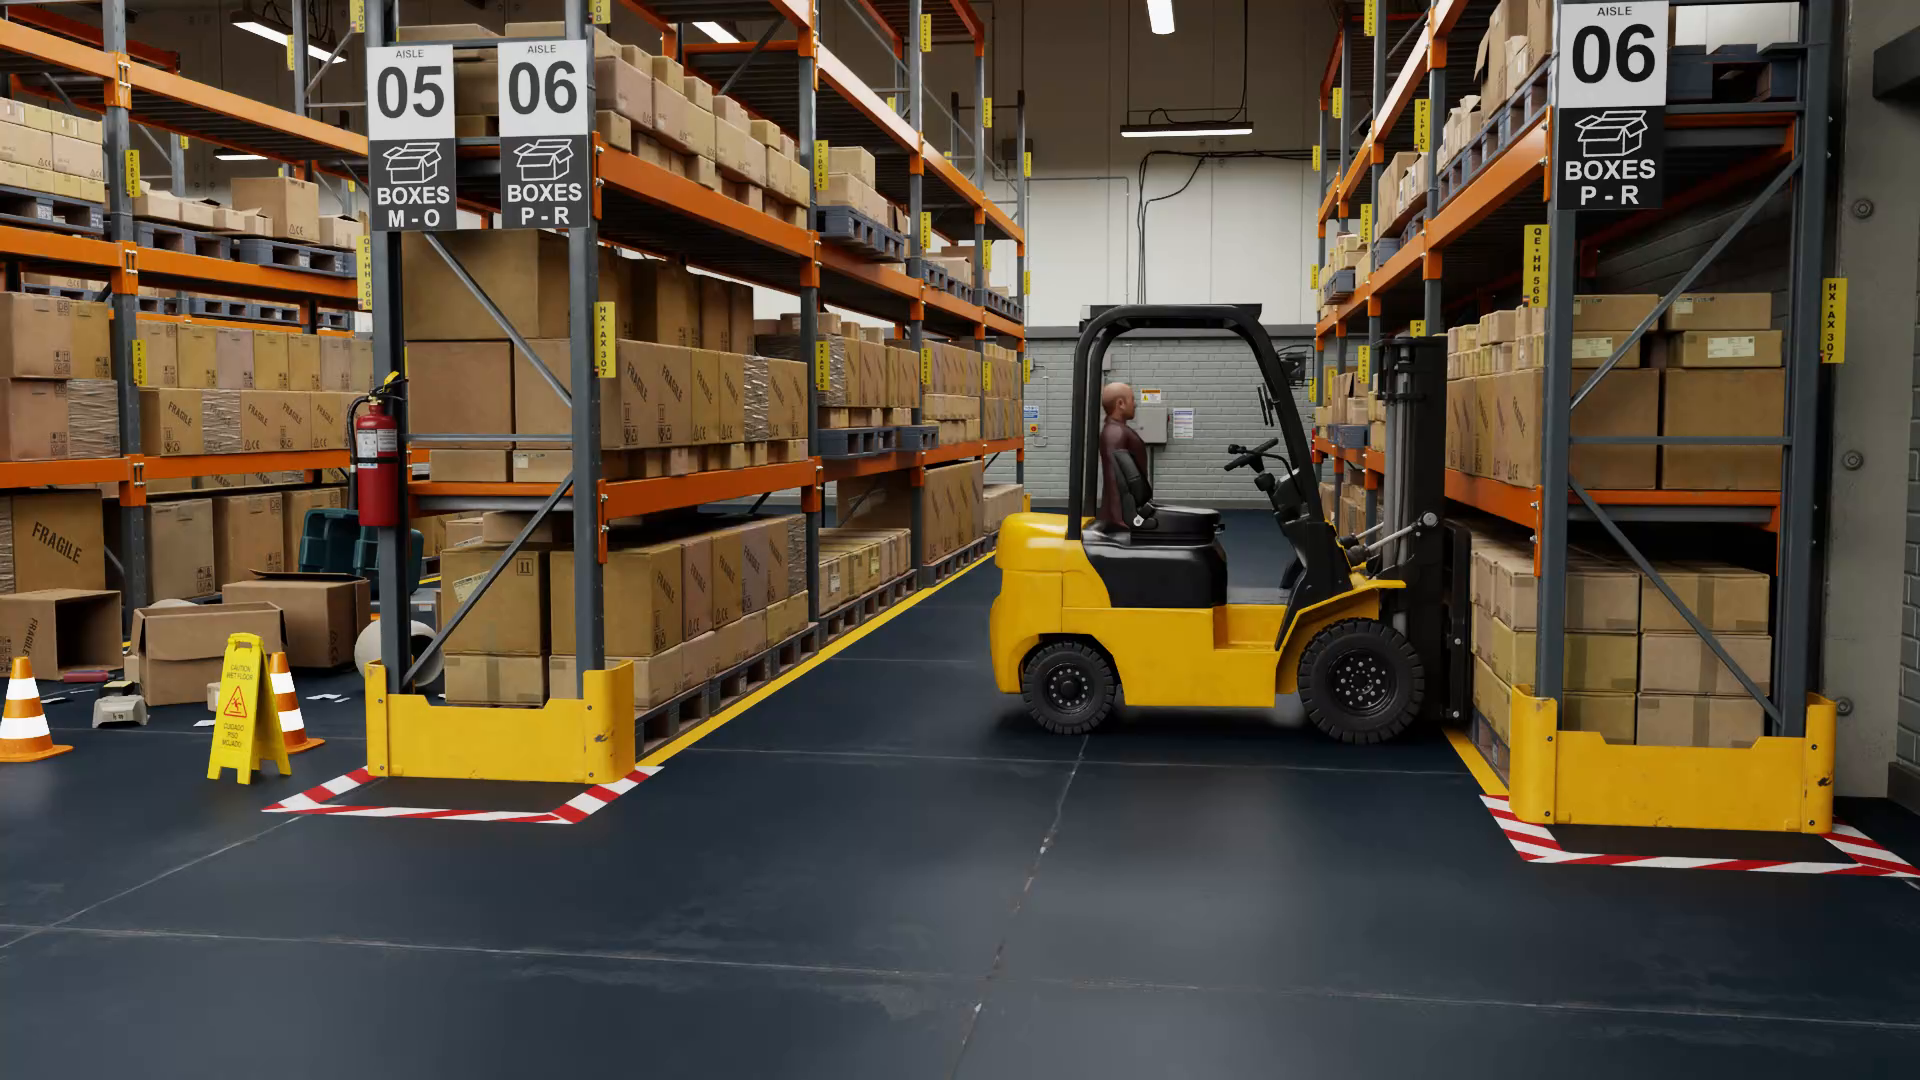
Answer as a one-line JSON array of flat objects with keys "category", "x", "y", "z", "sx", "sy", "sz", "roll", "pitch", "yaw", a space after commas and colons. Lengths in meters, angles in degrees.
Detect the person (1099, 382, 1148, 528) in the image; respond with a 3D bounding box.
[{"category": "person", "x": 1.104, "y": -0.067, "z": 10.477, "sx": 0.468, "sy": 1.847, "sz": 0.622, "roll": 0, "pitch": 4, "yaw": 2}]
